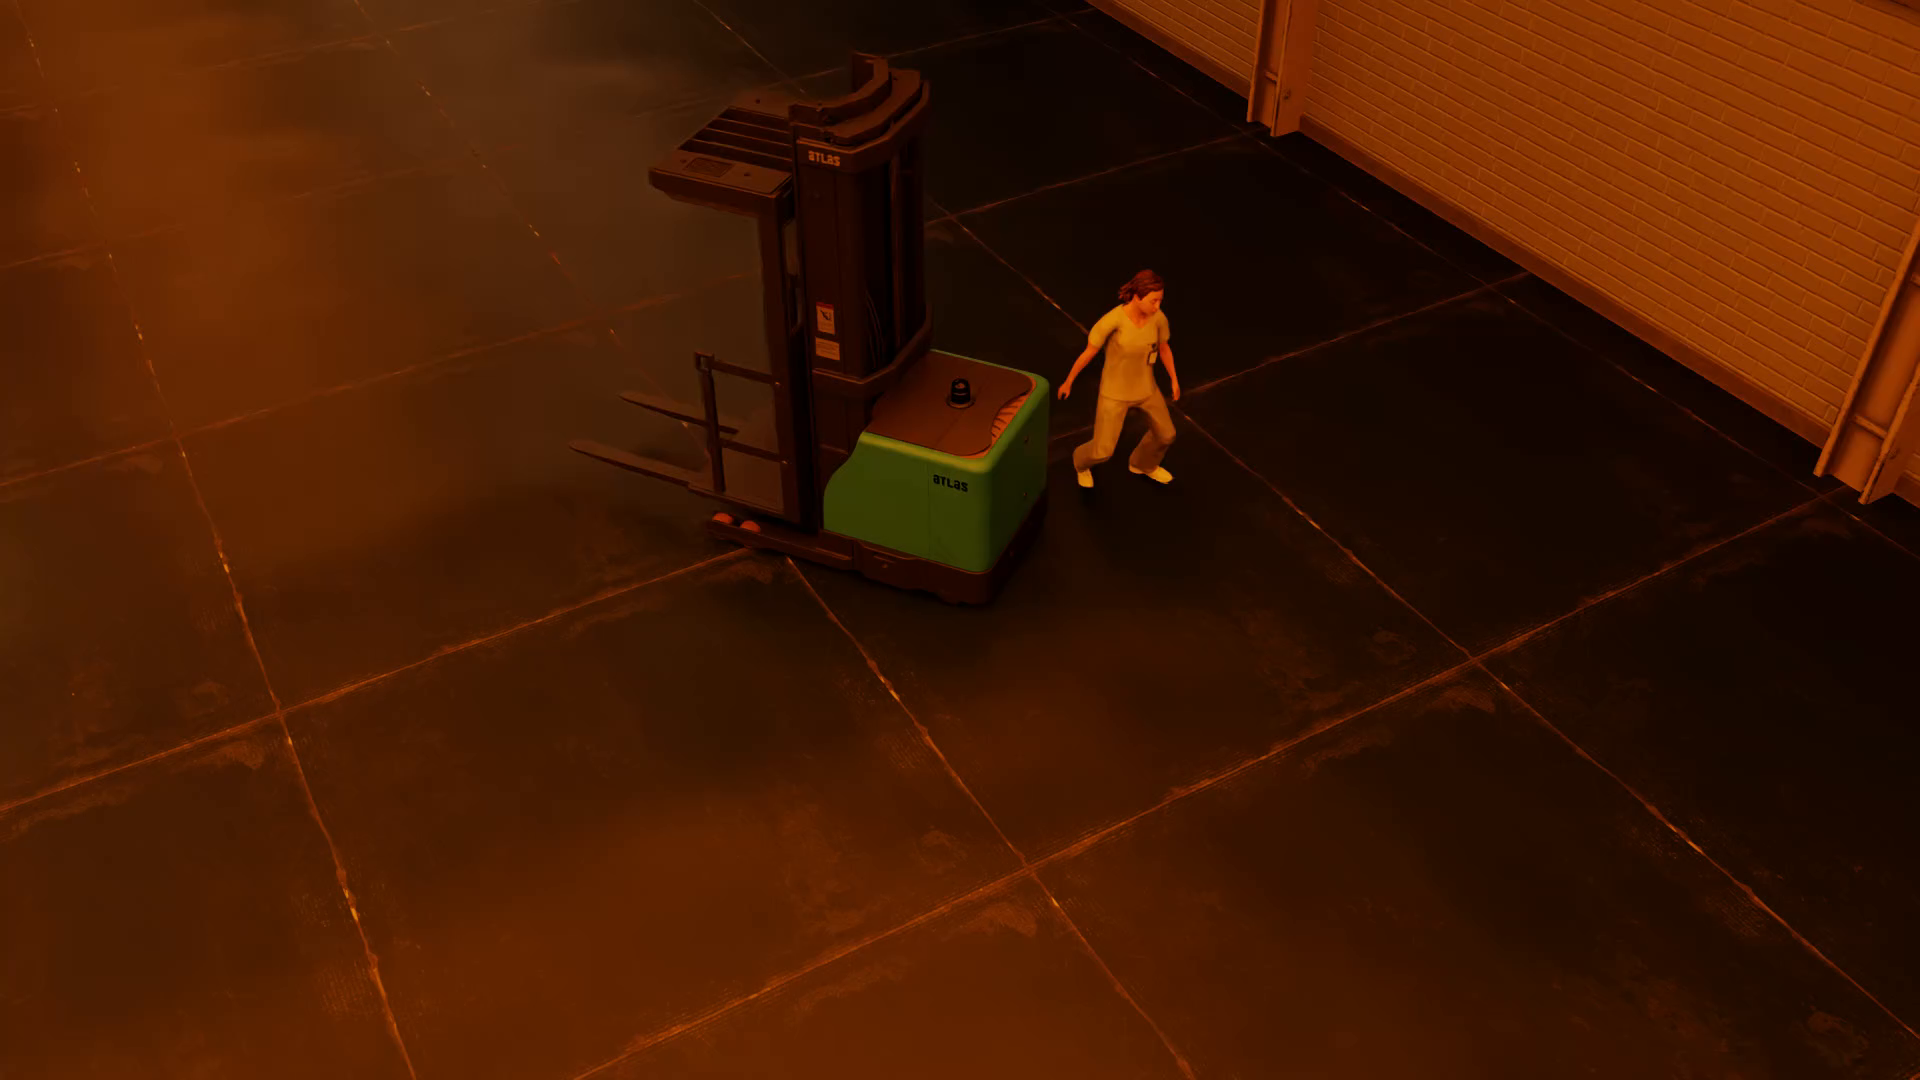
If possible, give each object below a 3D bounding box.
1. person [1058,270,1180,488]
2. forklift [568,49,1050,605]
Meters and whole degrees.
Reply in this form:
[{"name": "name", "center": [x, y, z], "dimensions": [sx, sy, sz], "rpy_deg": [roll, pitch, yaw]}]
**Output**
[{"name": "person", "center": [0.986, -0.969, 10.260], "dimensions": [0.780, 1.596, 0.484], "rpy_deg": [-11, 41, -13]}, {"name": "forklift", "center": [-1.016, -1.370, 9.688], "dimensions": [3.031, 2.935, 1.130], "rpy_deg": [16, 42, 18]}]
